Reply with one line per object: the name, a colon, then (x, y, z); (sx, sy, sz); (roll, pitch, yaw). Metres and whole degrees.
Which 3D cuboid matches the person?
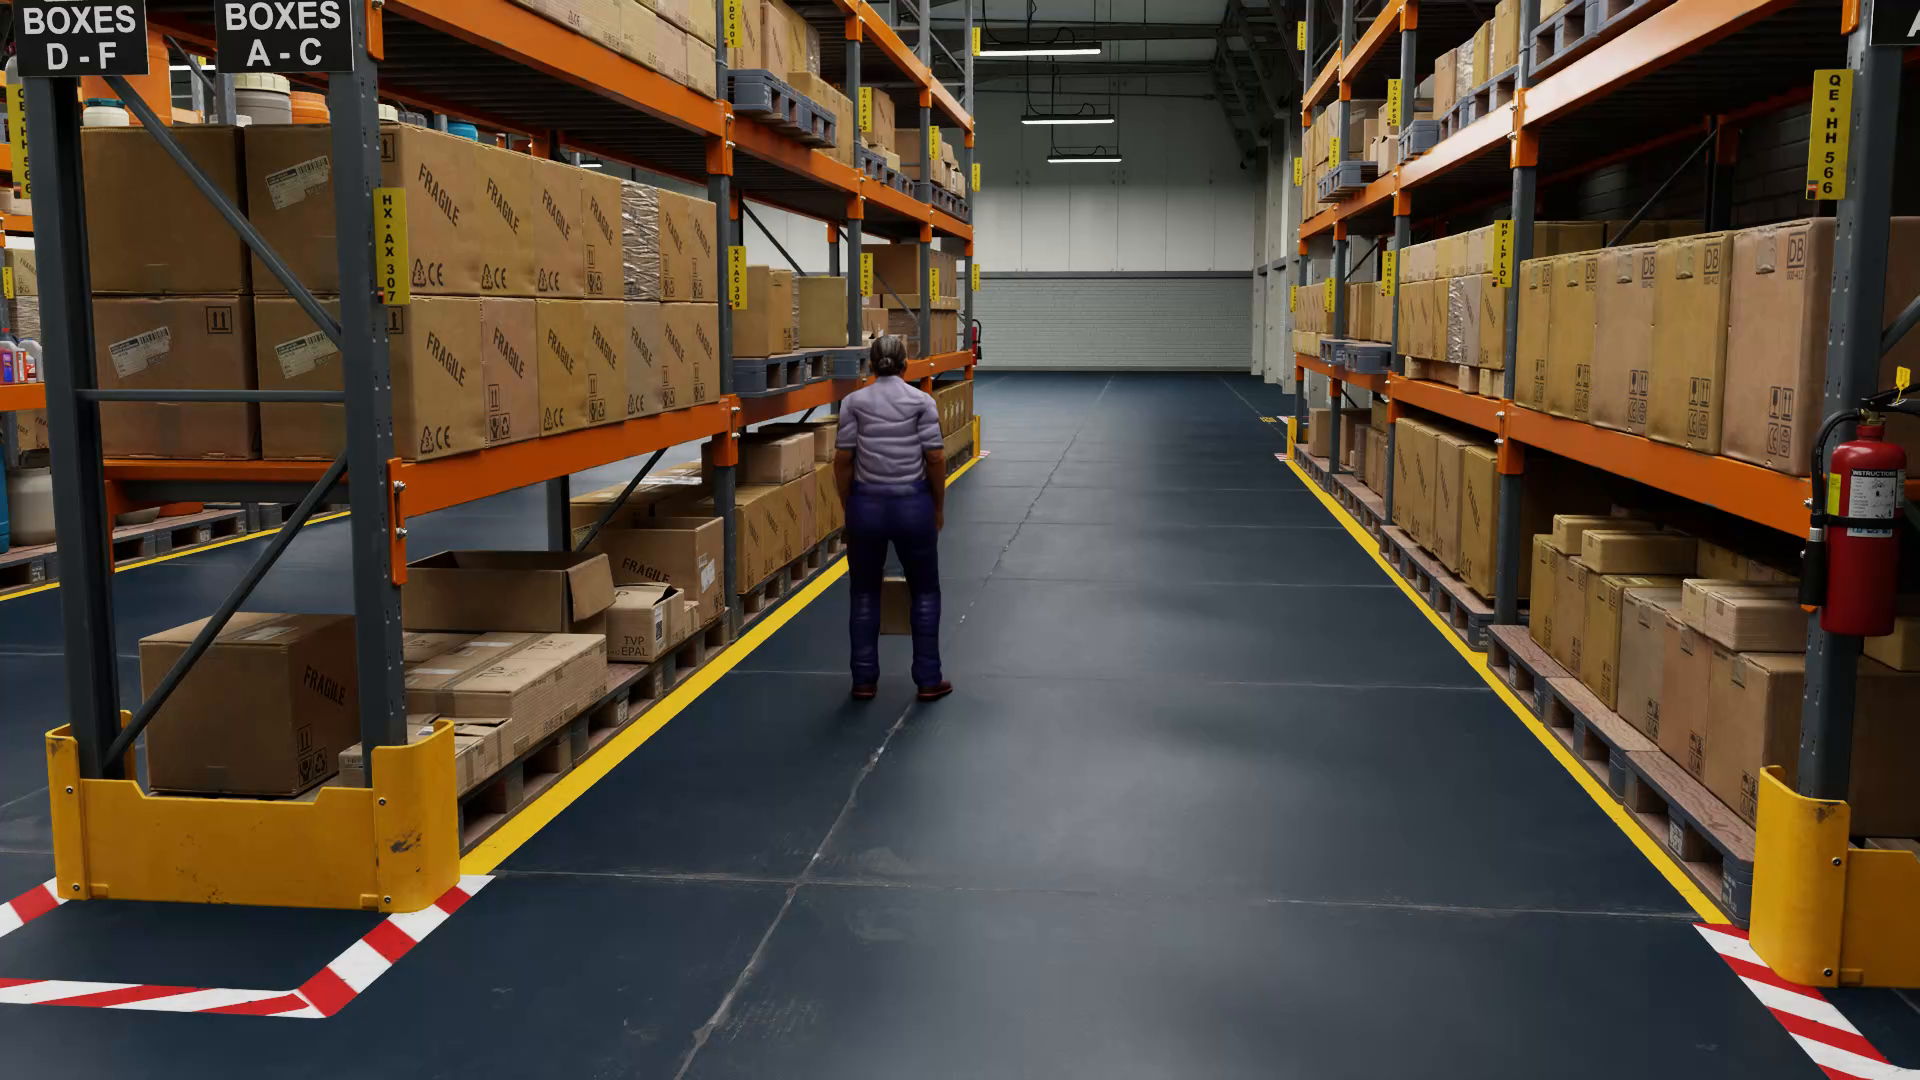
person: (-0.305, -0.101, 7.563); (0.530, 1.654, 0.368); (1, 8, 4)
